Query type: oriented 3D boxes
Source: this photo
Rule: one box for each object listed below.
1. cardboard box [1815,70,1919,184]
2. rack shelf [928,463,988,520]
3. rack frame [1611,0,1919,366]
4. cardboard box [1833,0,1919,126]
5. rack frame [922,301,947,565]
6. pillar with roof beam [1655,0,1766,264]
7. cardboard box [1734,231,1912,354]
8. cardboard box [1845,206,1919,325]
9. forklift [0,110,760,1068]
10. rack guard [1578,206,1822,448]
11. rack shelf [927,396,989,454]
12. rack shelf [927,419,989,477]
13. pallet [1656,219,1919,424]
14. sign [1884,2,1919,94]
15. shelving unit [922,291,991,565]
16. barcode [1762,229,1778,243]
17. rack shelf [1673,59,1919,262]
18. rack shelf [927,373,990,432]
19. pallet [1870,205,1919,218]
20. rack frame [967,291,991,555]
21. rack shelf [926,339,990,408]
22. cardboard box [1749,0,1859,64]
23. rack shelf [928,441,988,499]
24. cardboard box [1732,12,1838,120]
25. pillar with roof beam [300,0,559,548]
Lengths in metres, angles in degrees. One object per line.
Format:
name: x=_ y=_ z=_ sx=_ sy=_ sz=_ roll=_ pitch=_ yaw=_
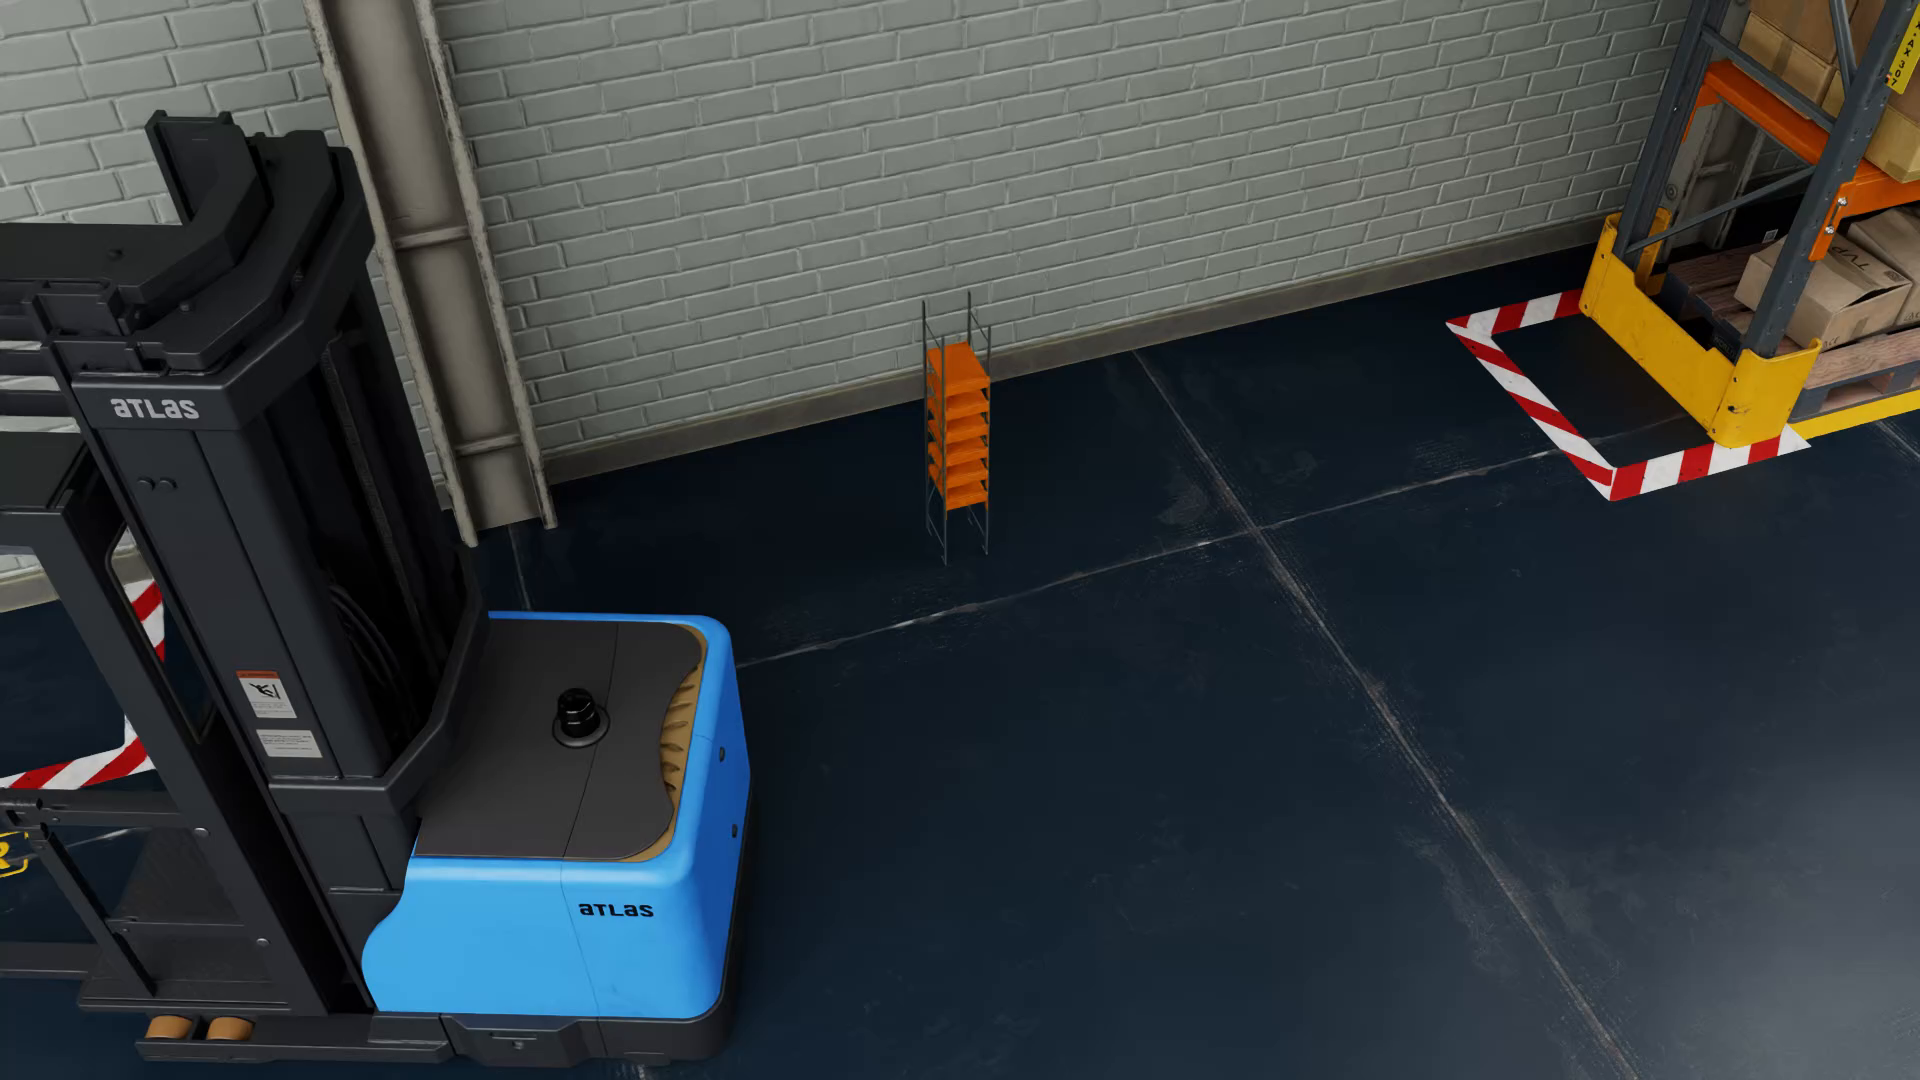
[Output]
cardboard box: x=3.889 y=-1.730 z=6.757 sx=0.500 sy=0.250 sz=0.500 roll=-16 pitch=47 yaw=-15
rack shelf: x=-0.014 y=-0.219 z=6.832 sx=0.180 sy=0.103 sz=0.258 roll=-14 pitch=47 yaw=-14
rack frame: x=3.322 y=-1.870 z=6.805 sx=0.127 sy=3.000 sz=1.000 roll=-14 pitch=47 yaw=-14
cardboard box: x=3.873 y=-2.003 z=6.500 sx=0.500 sy=0.500 sz=0.500 roll=-14 pitch=47 yaw=-14
rack frame: x=-0.100 y=-0.398 z=6.609 sx=0.006 sy=1.200 sz=0.240 roll=-14 pitch=47 yaw=-14
pillar with roof beam: x=5.149 y=-1.864 z=2.564 sx=0.400 sy=9.000 sz=9.100 roll=-14 pitch=47 yaw=-14
cardboard box: x=4.003 y=-1.182 z=7.707 sx=0.500 sy=0.311 sz=0.500 roll=-19 pitch=48 yaw=-18
cardboard box: x=4.540 y=-1.319 z=7.844 sx=0.500 sy=0.311 sz=0.500 roll=-11 pitch=46 yaw=-11
forklift: x=-2.243 y=0.277 z=4.714 sx=3.031 sy=2.935 sz=1.130 roll=1 pitch=45 yaw=1
rack guard: x=3.394 y=-1.005 z=7.708 sx=0.348 sy=0.500 sz=1.175 roll=-14 pitch=47 yaw=-14
rack shelf: x=-0.014 y=-0.473 z=6.577 sx=0.180 sy=0.103 sz=0.258 roll=-14 pitch=47 yaw=-14
rack shelf: x=-0.014 y=-0.389 z=6.662 sx=0.180 sy=0.103 sz=0.258 roll=-14 pitch=47 yaw=-14
pallet: x=4.170 y=-1.075 z=7.982 sx=1.213 sy=0.211 sz=1.003 roll=-14 pitch=47 yaw=-14
sign: x=3.507 y=-1.814 z=6.138 sx=0.005 sy=0.325 sz=0.100 roll=-14 pitch=47 yaw=-14
shelving unit: x=-0.014 y=-0.420 z=6.631 sx=0.189 sy=1.200 sz=0.258 roll=-14 pitch=47 yaw=-14
barcode: x=3.885 y=-1.456 z=7.974 sx=0.075 sy=0.075 sz=0.001 roll=-14 pitch=47 yaw=-14
rack shelf: x=5.203 y=-2.097 z=7.539 sx=4.000 sy=0.370 sz=1.077 roll=-14 pitch=47 yaw=-14
rack shelf: x=-0.014 y=-0.558 z=6.492 sx=0.180 sy=0.103 sz=0.258 roll=-14 pitch=47 yaw=-14
pallet: x=5.315 y=-1.366 z=8.272 sx=1.213 sy=0.211 sz=1.003 roll=-14 pitch=47 yaw=-14
rack frame: x=0.072 y=-0.442 z=6.653 sx=0.006 sy=1.200 sz=0.240 roll=-14 pitch=47 yaw=-14
rack shelf: x=-0.014 y=-0.643 z=6.407 sx=0.180 sy=0.103 sz=0.258 roll=-14 pitch=47 yaw=-14
cardboard box: x=3.693 y=-2.343 z=6.839 sx=0.500 sy=0.500 sz=0.500 roll=-15 pitch=47 yaw=-14
rack shelf: x=-0.014 y=-0.304 z=6.747 sx=0.180 sy=0.103 sz=0.258 roll=-14 pitch=47 yaw=-14
cardboard box: x=3.696 y=-2.065 z=7.092 sx=0.500 sy=0.250 sz=0.500 roll=-14 pitch=47 yaw=-13
pillar with roof beam: x=-0.495 y=-0.421 z=1.126 sx=0.400 sy=9.000 sz=9.100 roll=-14 pitch=47 yaw=-14
